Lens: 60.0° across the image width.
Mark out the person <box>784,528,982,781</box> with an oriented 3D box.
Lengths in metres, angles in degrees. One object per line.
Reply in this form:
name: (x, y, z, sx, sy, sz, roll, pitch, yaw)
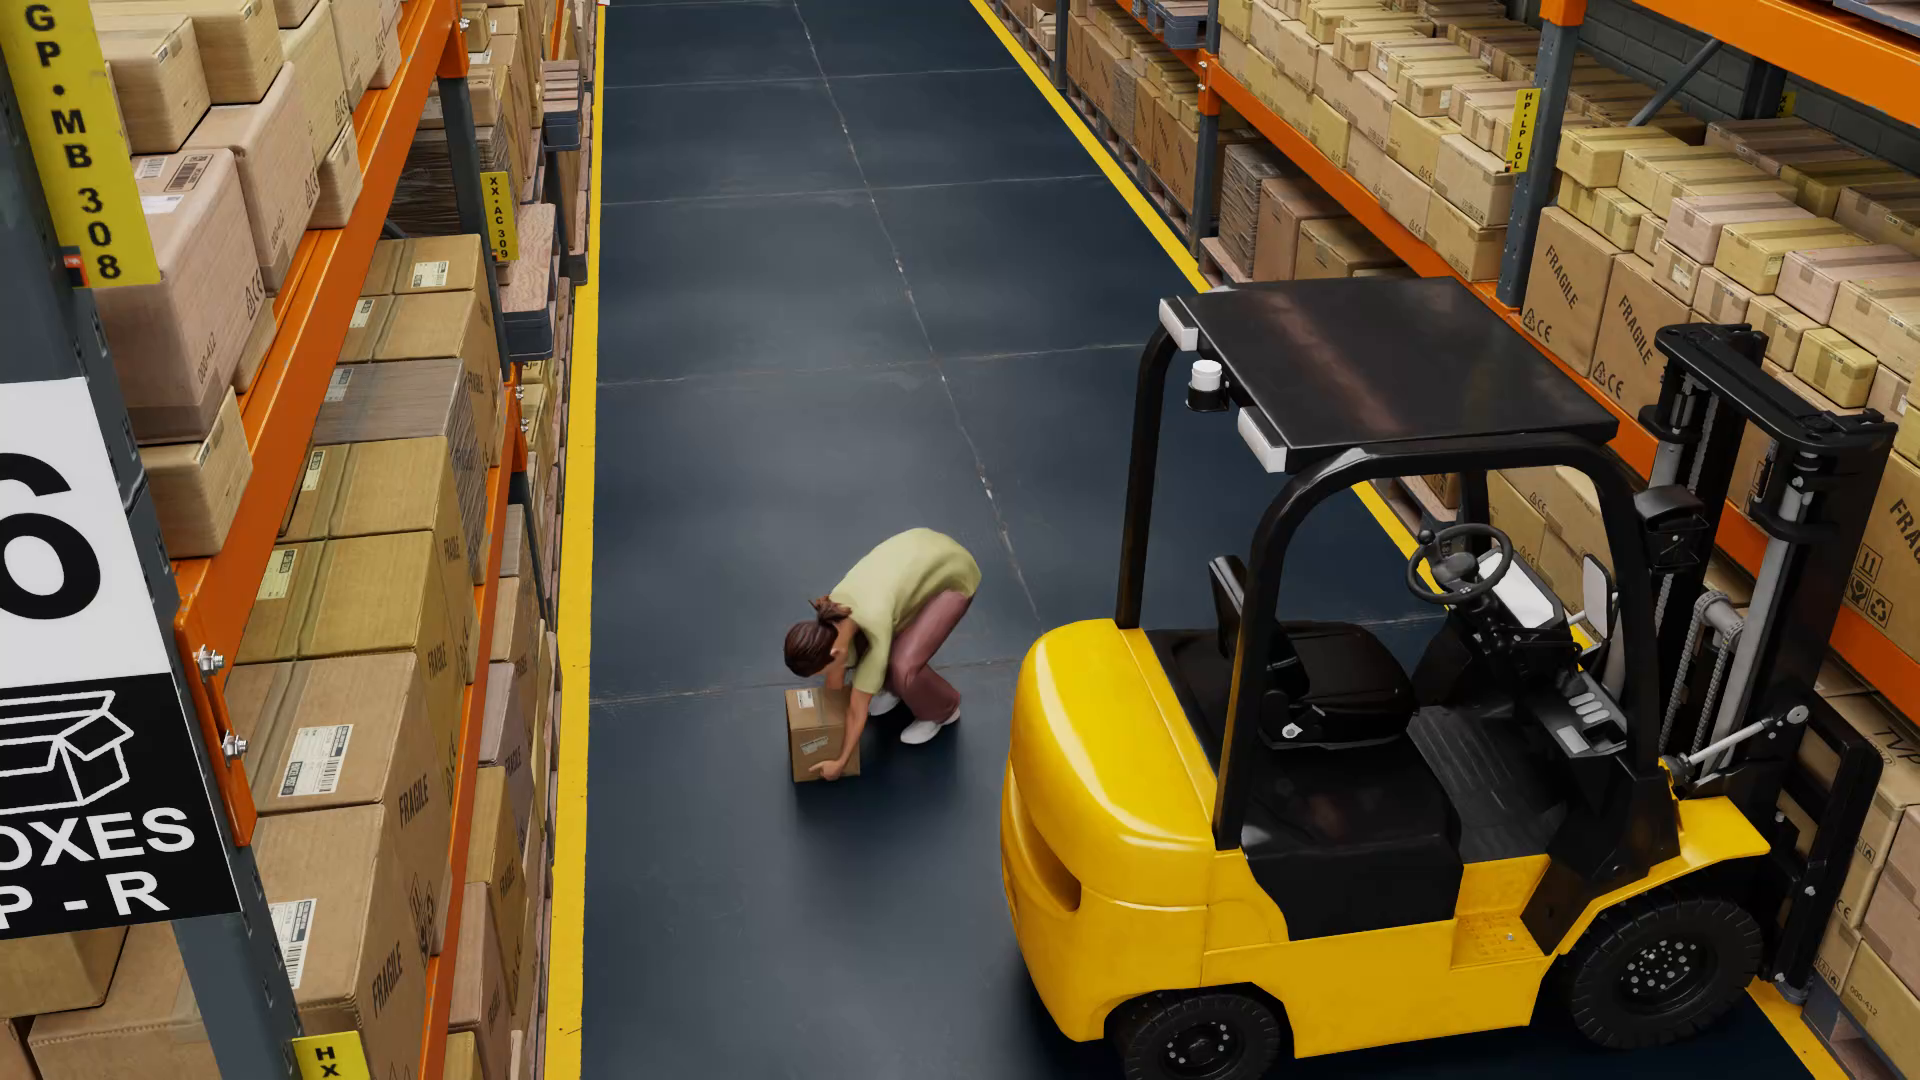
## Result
person: (-0.305, 0.431, 6.317, 0.862, 0.831, 0.474, -24, 39, -35)
